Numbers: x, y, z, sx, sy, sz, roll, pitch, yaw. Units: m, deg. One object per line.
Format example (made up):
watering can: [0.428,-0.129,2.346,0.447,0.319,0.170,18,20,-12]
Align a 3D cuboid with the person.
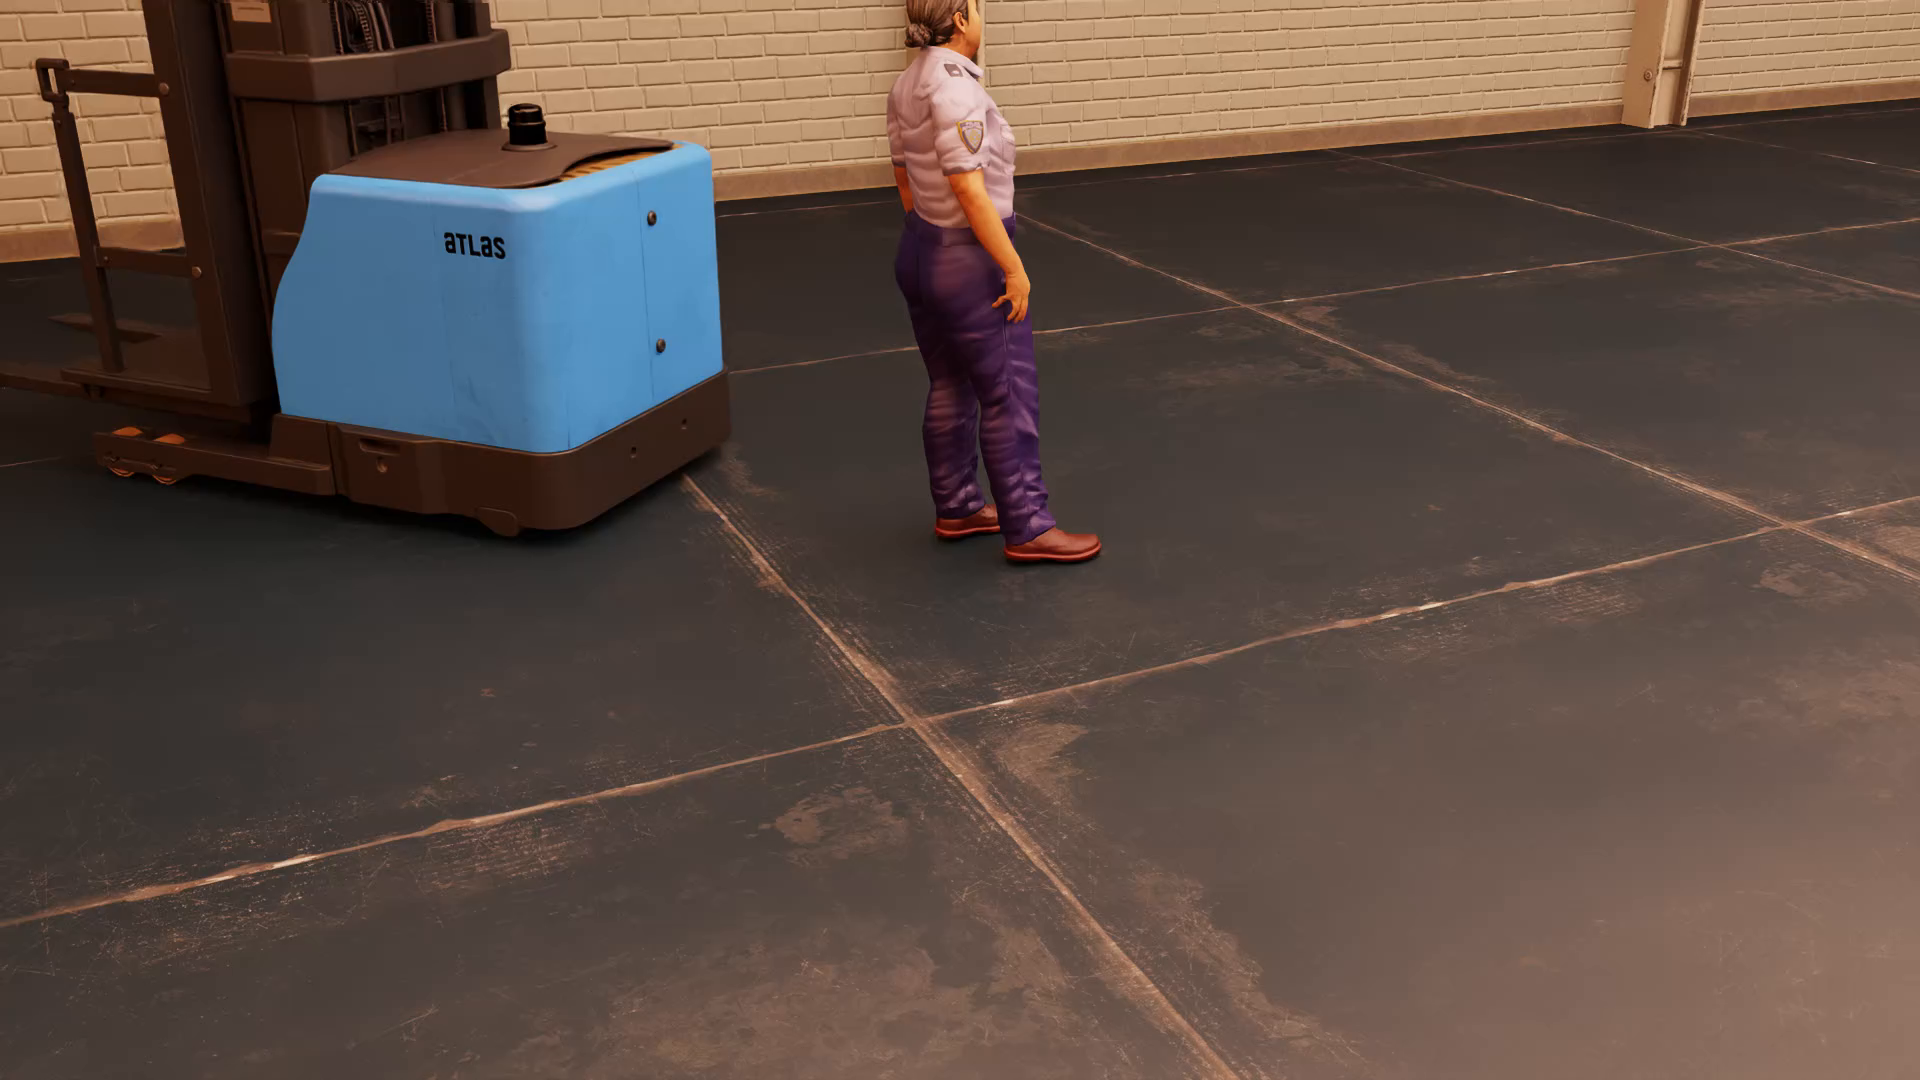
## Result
person: [0.091,-0.774,4.803,0.502,1.651,0.598,-10,25,-23]

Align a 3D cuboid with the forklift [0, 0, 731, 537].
forklift: [-2.364,-1.714,5.411,3.031,2.935,1.130,9,24,21]
